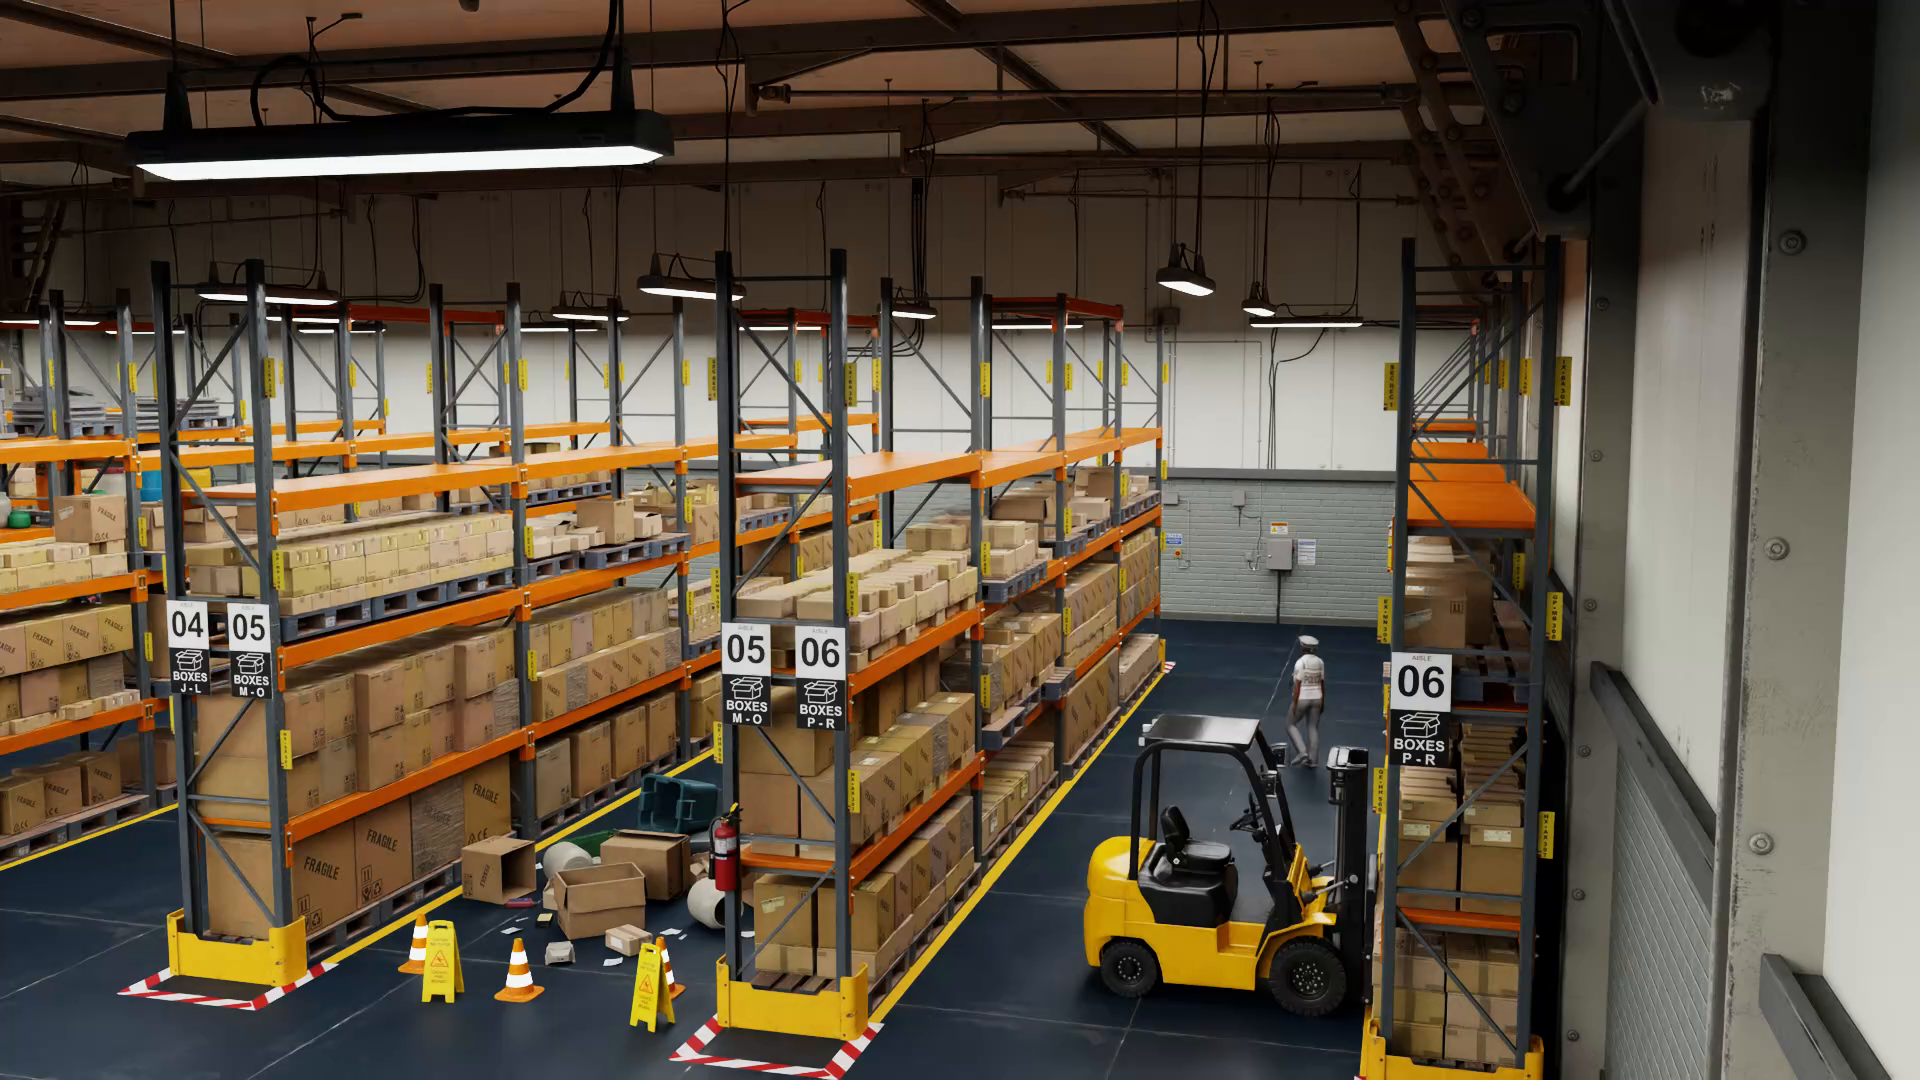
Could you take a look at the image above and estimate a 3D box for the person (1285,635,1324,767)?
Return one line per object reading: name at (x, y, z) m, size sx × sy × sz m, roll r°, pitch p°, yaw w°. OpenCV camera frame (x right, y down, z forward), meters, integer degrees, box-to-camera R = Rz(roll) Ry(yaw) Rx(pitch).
person at (4.464, 2.074, 21.359) m, size 0.503 × 1.681 × 0.427 m, roll -2°, pitch 7°, yaw -22°
